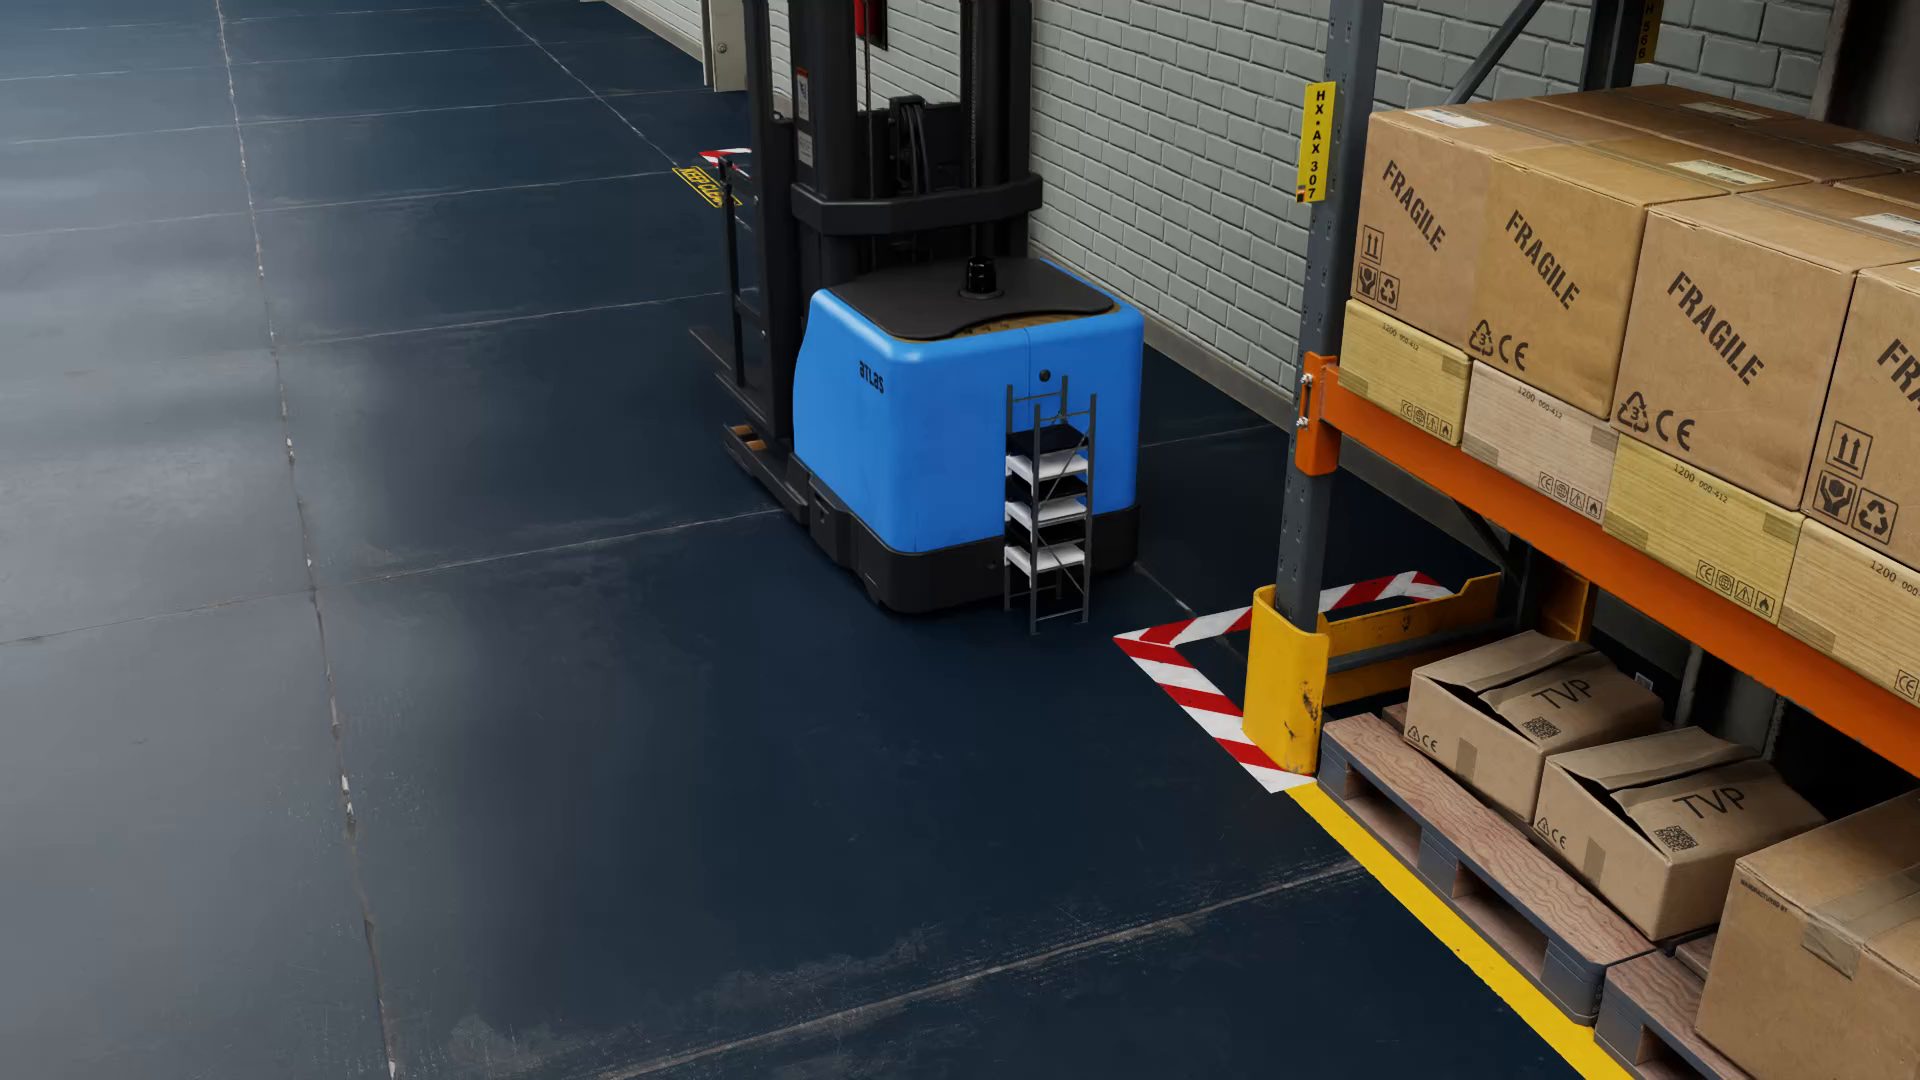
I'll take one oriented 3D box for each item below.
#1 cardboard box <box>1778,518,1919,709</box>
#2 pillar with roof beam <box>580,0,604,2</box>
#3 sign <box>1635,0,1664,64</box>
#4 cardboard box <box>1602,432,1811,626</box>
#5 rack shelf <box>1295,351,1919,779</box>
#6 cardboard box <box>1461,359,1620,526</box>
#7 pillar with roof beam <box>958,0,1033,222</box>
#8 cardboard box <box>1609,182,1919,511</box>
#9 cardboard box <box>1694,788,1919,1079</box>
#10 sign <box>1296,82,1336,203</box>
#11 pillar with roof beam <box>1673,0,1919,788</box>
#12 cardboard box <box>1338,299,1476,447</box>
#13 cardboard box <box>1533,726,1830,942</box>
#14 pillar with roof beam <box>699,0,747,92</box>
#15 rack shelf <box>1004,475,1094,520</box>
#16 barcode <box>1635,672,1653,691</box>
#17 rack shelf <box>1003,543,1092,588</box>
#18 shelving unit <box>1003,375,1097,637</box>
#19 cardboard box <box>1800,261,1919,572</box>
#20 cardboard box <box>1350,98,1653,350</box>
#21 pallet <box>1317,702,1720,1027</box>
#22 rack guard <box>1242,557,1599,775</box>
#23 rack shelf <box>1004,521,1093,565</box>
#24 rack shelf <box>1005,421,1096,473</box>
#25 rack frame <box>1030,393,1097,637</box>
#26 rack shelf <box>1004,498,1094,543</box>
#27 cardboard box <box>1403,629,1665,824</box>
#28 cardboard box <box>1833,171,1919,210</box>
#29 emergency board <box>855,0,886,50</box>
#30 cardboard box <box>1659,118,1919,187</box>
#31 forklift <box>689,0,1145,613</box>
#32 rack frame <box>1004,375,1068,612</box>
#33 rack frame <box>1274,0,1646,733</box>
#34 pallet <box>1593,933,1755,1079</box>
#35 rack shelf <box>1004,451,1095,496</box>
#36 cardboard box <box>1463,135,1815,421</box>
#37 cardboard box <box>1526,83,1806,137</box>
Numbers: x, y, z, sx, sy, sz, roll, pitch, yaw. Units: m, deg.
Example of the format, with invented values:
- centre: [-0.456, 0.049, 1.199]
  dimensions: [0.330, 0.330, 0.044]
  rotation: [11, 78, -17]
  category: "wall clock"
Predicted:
- centre: [1.989, 0.128, 3.217]
  dimensions: [0.500, 0.250, 0.500]
  rotation: [-10, 28, -20]
  category: "cardboard box"
- centre: [-8.457, -9.889, 16.747]
  dimensions: [9.100, 9.000, 0.400]
  rotation: [-11, 28, -21]
  category: "pillar with roof beam"
- centre: [2.002, -1.550, 4.825]
  dimensions: [0.100, 0.325, 0.005]
  rotation: [-11, 28, -21]
  category: "sign"
- centre: [1.793, -0.076, 3.636]
  dimensions: [0.500, 0.250, 0.500]
  rotation: [-11, 28, -21]
  category: "cardboard box"
- centre: [2.266, 0.331, 3.474]
  dimensions: [1.077, 0.370, 4.000]
  rotation: [-11, 28, -21]
  category: "rack shelf"
- centre: [1.599, -0.283, 4.059]
  dimensions: [0.500, 0.250, 0.500]
  rotation: [-11, 28, -22]
  category: "cardboard box"
- centre: [-3.758, -5.045, 6.825]
  dimensions: [9.100, 9.000, 0.400]
  rotation: [-11, 28, -21]
  category: "pillar with roof beam"
- centre: [1.775, -0.423, 3.492]
  dimensions: [0.500, 0.500, 0.500]
  rotation: [-12, 28, -22]
  category: "cardboard box"
- centre: [2.136, 0.955, 3.723]
  dimensions: [0.700, 0.500, 0.500]
  rotation: [-12, 29, -24]
  category: "cardboard box"
- centre: [0.984, -1.096, 4.589]
  dimensions: [0.100, 0.325, 0.005]
  rotation: [-11, 28, -21]
  category: "sign"
- centre: [-1.408, -2.622, 1.864]
  dimensions: [9.100, 9.000, 0.400]
  rotation: [-11, 28, -21]
  category: "pillar with roof beam"
- centre: [1.382, -0.490, 4.483]
  dimensions: [0.500, 0.250, 0.500]
  rotation: [-11, 28, -22]
  category: "cardboard box"
- centre: [1.895, 0.735, 4.388]
  dimensions: [0.500, 0.311, 0.500]
  rotation: [-8, 27, -16]
  category: "cardboard box"
- centre: [-6.107, -7.467, 11.786]
  dimensions: [9.100, 9.000, 0.400]
  rotation: [-11, 28, -21]
  category: "pillar with roof beam"
- centre: [0.318, -0.169, 5.941]
  dimensions: [0.258, 0.077, 0.200]
  rotation: [-12, 29, -23]
  category: "rack shelf"
- centre: [2.046, 0.440, 4.983]
  dimensions: [0.001, 0.075, 0.075]
  rotation: [-11, 28, -21]
  category: "barcode"
- centre: [0.318, 0.074, 6.059]
  dimensions: [0.258, 0.077, 0.200]
  rotation: [-12, 29, -23]
  category: "rack shelf"
- centre: [0.318, -0.118, 5.966]
  dimensions: [0.258, 0.900, 0.210]
  rotation: [-12, 29, -23]
  category: "shelving unit"
- centre: [1.988, -0.217, 3.069]
  dimensions: [0.500, 0.500, 0.500]
  rotation: [-10, 28, -19]
  category: "cardboard box"
- centre: [1.394, -0.834, 4.333]
  dimensions: [0.500, 0.500, 0.500]
  rotation: [-11, 28, -21]
  category: "cardboard box"
- centre: [1.799, 0.818, 4.835]
  dimensions: [1.003, 0.211, 1.213]
  rotation: [-11, 28, -21]
  category: "pallet"
- centre: [1.513, 0.354, 5.456]
  dimensions: [1.175, 0.500, 0.348]
  rotation: [-11, 28, -21]
  category: "rack guard"
- centre: [0.318, -0.007, 6.020]
  dimensions: [0.258, 0.077, 0.200]
  rotation: [-12, 29, -23]
  category: "rack shelf"
- centre: [0.318, -0.331, 5.862]
  dimensions: [0.258, 0.077, 0.200]
  rotation: [-12, 29, -23]
  category: "rack shelf"
- centre: [0.362, -0.078, 5.884]
  dimensions: [0.240, 0.900, 0.006]
  rotation: [-12, 29, -23]
  category: "rack frame"
- centre: [0.318, -0.088, 5.981]
  dimensions: [0.258, 0.077, 0.200]
  rotation: [-12, 29, -23]
  category: "rack shelf"
- centre: [1.671, 0.505, 4.860]
  dimensions: [0.500, 0.311, 0.500]
  rotation: [-14, 29, -26]
  category: "cardboard box"
- centre: [2.258, -0.512, 3.673]
  dimensions: [0.500, 0.500, 0.500]
  rotation: [-11, 28, -22]
  category: "cardboard box"
- centre: [-0.729, -4.093, 11.713]
  dimensions: [0.194, 1.169, 0.643]
  rotation: [-11, 28, -21]
  category: "emergency board"
- centre: [2.051, -0.720, 4.099]
  dimensions: [0.500, 0.500, 0.500]
  rotation: [-10, 28, -20]
  category: "cardboard box"
- centre: [-0.412, -1.667, 6.823]
  dimensions: [1.130, 2.935, 3.031]
  rotation: [-12, 29, -23]
  category: "forklift"
- centre: [0.273, -0.158, 6.048]
  dimensions: [0.240, 0.900, 0.006]
  rotation: [-12, 29, -23]
  category: "rack frame"
- centre: [1.483, -0.800, 4.970]
  dimensions: [1.000, 3.000, 0.127]
  rotation: [-11, 28, -21]
  category: "rack frame"
- centre: [2.272, 1.309, 3.828]
  dimensions: [1.003, 0.211, 1.213]
  rotation: [-11, 28, -21]
  category: "pallet"
- centre: [0.318, -0.250, 5.902]
  dimensions: [0.258, 0.077, 0.200]
  rotation: [-12, 29, -23]
  category: "rack shelf"
- centre: [1.578, -0.633, 3.921]
  dimensions: [0.500, 0.500, 0.500]
  rotation: [-10, 28, -20]
  category: "cardboard box"
- centre: [1.863, -0.925, 4.519]
  dimensions: [0.500, 0.500, 0.500]
  rotation: [-11, 28, -21]
  category: "cardboard box"
